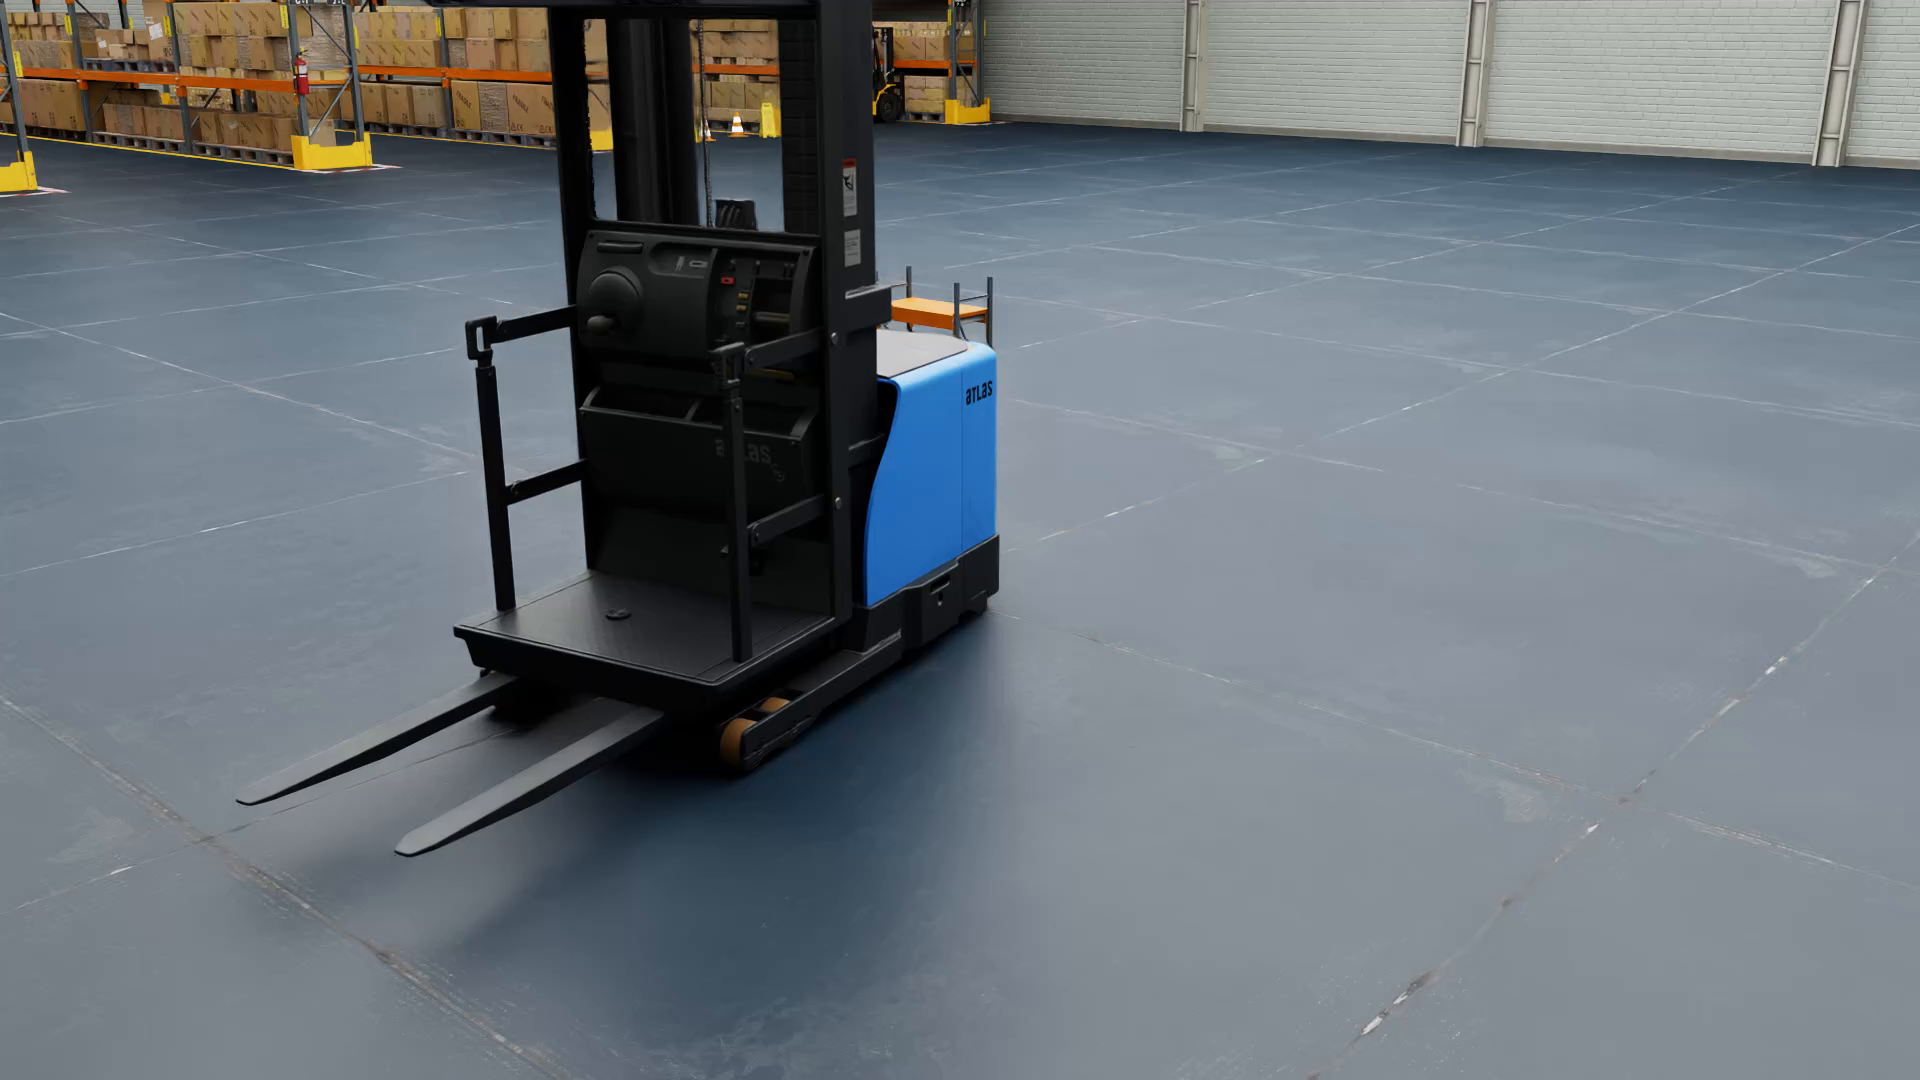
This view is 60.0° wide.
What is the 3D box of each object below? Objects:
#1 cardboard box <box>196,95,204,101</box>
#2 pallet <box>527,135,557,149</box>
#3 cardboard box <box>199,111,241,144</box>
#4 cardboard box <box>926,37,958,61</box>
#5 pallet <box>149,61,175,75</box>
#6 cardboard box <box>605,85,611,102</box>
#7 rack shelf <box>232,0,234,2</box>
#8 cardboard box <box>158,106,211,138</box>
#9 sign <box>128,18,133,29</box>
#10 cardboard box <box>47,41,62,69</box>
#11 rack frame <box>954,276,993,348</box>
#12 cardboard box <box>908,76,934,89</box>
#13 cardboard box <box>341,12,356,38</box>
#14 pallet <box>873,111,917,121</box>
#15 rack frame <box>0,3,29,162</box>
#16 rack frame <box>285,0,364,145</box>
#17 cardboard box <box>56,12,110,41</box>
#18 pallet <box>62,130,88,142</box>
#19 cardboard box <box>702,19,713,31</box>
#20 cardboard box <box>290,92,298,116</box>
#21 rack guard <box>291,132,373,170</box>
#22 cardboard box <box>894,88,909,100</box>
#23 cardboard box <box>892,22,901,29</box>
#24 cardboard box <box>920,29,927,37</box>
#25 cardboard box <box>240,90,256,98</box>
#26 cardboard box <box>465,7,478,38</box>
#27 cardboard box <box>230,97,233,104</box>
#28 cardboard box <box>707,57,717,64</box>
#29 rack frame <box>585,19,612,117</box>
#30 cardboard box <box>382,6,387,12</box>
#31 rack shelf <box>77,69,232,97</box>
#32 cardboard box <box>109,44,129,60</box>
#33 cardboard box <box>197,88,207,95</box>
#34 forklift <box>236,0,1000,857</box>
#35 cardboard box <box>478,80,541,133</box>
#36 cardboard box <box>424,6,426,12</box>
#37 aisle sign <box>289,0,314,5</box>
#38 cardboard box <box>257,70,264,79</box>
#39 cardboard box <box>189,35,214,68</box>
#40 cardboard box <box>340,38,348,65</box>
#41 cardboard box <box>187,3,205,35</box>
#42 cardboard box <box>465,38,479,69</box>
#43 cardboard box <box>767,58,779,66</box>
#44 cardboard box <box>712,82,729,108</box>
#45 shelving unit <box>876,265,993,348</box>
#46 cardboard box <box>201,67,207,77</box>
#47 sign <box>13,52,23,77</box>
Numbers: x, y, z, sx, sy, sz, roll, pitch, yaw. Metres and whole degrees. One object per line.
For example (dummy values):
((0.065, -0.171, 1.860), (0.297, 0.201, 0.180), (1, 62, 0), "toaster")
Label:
((-17.308, -10.173, 38.234), (0.250, 0.149, 0.380), (14, 22, 37), "cardboard box")
((-7.003, -7.159, 29.820), (1.213, 0.211, 1.003), (15, 23, 39), "pallet")
((-12.440, -6.966, 28.040), (0.500, 0.500, 0.500), (14, 22, 38), "cardboard box")
((-0.394, -10.696, 36.191), (0.500, 0.500, 0.500), (14, 23, 38), "cardboard box")
((-13.188, -8.141, 28.623), (1.213, 0.211, 1.003), (15, 23, 39), "pallet")
((-7.294, -9.049, 34.048), (0.500, 0.500, 0.500), (15, 23, 39), "cardboard box")
((-16.825, -12.243, 37.461), (4.000, 0.370, 1.077), (15, 23, 39), "rack shelf")
((-13.502, -7.293, 29.038), (0.500, 0.500, 0.700), (15, 23, 39), "cardboard box")
((-15.352, -9.488, 30.767), (0.005, 0.325, 0.100), (15, 23, 39), "sign")
((-16.607, -9.042, 30.978), (0.500, 0.500, 0.500), (15, 23, 39), "cardboard box")
((0.059, -0.556, 7.381), (0.015, 1.200, 0.240), (15, 23, 39), "rack frame")
((-0.789, -10.098, 36.671), (0.500, 0.250, 0.500), (16, 23, 40), "cardboard box")
((-12.008, -10.383, 33.552), (0.500, 0.500, 0.700), (15, 23, 39), "cardboard box")
((-1.359, -9.669, 37.730), (1.213, 0.211, 1.003), (15, 23, 39), "pallet")
((-13.009, -6.123, 21.945), (0.127, 3.000, 1.000), (15, 23, 39), "rack frame")
((-9.721, -7.243, 25.476), (0.127, 3.000, 1.000), (15, 23, 39), "rack frame")
((-16.241, -9.526, 30.845), (0.637, 0.503, 0.797), (16, 24, 41), "cardboard box")
((-16.244, -7.696, 31.512), (1.213, 0.211, 1.003), (15, 23, 39), "pallet")
((-4.775, -10.519, 33.487), (0.500, 0.500, 0.700), (15, 23, 39), "cardboard box")
((-13.795, -9.241, 35.208), (0.500, 0.500, 0.500), (14, 22, 37), "cardboard box")
((-9.778, -6.067, 25.903), (0.348, 0.500, 1.175), (15, 23, 39), "rack guard")
((-1.191, -9.966, 37.081), (0.500, 0.250, 0.500), (14, 23, 38), "cardboard box")
((-1.280, -11.366, 36.736), (0.250, 0.149, 0.380), (16, 23, 40), "cardboard box")
((-0.661, -11.083, 36.337), (0.250, 0.149, 0.380), (16, 23, 40), "cardboard box")
((-15.768, -9.892, 36.858), (0.250, 0.149, 0.380), (16, 24, 41), "cardboard box")
((-8.604, -9.569, 30.770), (0.550, 0.550, 0.875), (15, 23, 39), "cardboard box")
((-15.986, -9.781, 36.998), (0.250, 0.149, 0.380), (14, 22, 37), "cardboard box")
((-4.955, -9.730, 33.726), (0.250, 0.149, 0.380), (15, 23, 39), "cardboard box")
((-6.353, -8.345, 28.948), (0.127, 3.000, 1.000), (15, 23, 39), "rack frame")
((-14.068, -13.134, 41.146), (0.250, 0.149, 0.380), (15, 23, 40), "cardboard box")
((-14.209, -8.105, 29.381), (4.000, 0.370, 1.077), (15, 23, 39), "rack shelf")
((-14.604, -8.590, 29.273), (0.500, 0.250, 0.500), (14, 22, 38), "cardboard box")
((-17.157, -10.241, 37.957), (0.250, 0.149, 0.380), (15, 23, 40), "cardboard box")
((-0.991, -0.818, 5.343), (1.130, 2.935, 3.031), (9, 20, 27), "forklift")
((-8.245, -8.014, 30.722), (0.875, 0.875, 0.875), (15, 23, 40), "cardboard box")
((-12.685, -12.796, 40.081), (0.250, 0.149, 0.380), (16, 23, 41), "cardboard box")
((-9.874, -8.402, 24.830), (0.004, 0.787, 0.394), (15, 23, 39), "aisle sign")
((-10.815, -7.336, 26.184), (0.250, 0.149, 0.380), (15, 23, 39), "cardboard box")
((-12.067, -8.023, 27.277), (0.500, 0.500, 0.875), (15, 23, 39), "cardboard box")
((-12.180, -9.848, 33.518), (0.500, 0.500, 0.500), (15, 23, 40), "cardboard box")
((-12.170, -8.465, 27.014), (0.500, 0.500, 0.500), (15, 23, 39), "cardboard box")
((-8.635, -9.043, 30.900), (0.550, 0.550, 0.875), (15, 23, 39), "cardboard box")
((-3.565, -9.392, 32.663), (0.250, 0.149, 0.380), (16, 24, 41), "cardboard box")
((-4.681, -9.041, 33.753), (0.500, 0.500, 0.500), (14, 23, 38), "cardboard box")
((-0.124, -0.605, 7.535), (0.503, 1.200, 0.258), (15, 23, 39), "shelving unit")
((-12.175, -7.670, 27.237), (0.250, 0.149, 0.380), (15, 23, 39), "cardboard box")
((-12.640, -6.378, 22.293), (0.005, 0.325, 0.100), (15, 23, 39), "sign")
